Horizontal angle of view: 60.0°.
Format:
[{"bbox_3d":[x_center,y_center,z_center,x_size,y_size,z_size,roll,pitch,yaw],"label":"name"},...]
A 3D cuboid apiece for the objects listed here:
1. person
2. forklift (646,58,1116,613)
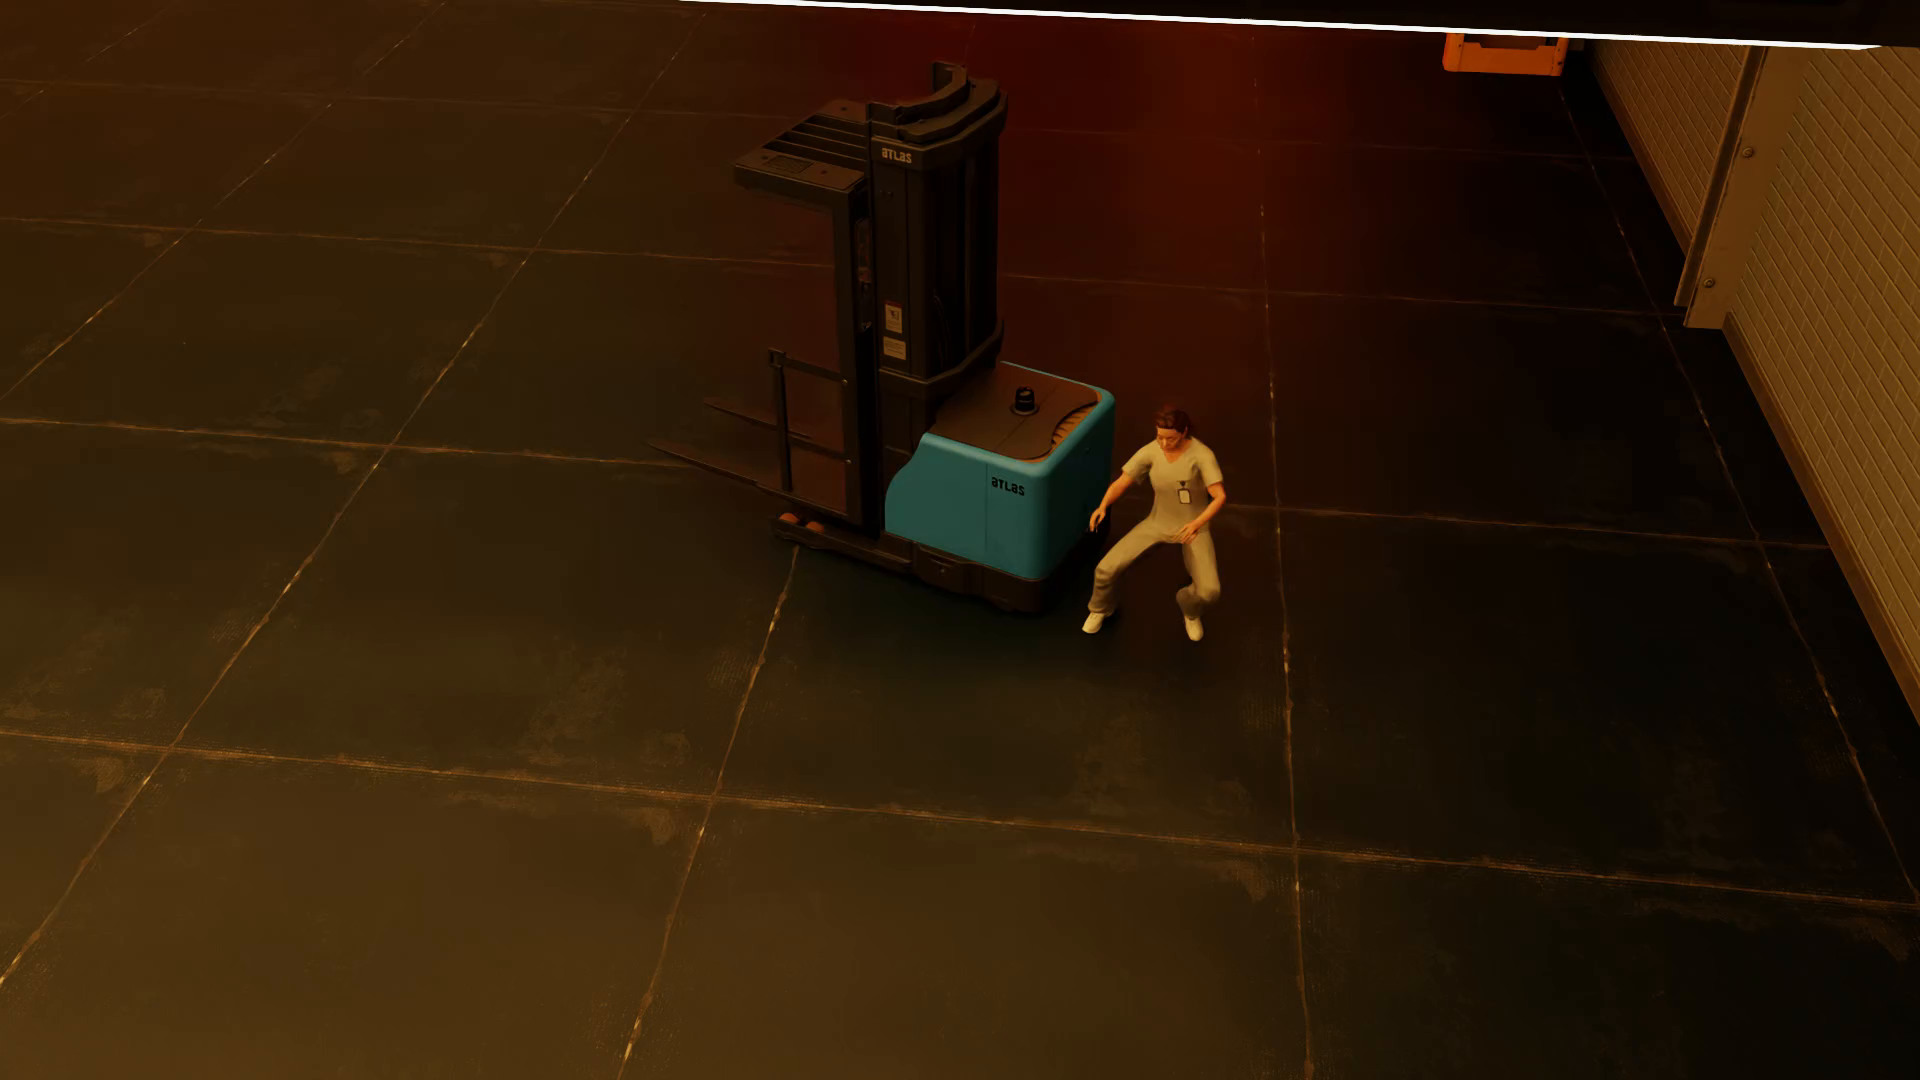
[{"bbox_3d":[1.129,-0.039,9.312,0.807,1.479,0.737,15,39,20],"label":"person"},{"bbox_3d":[-0.597,-1.379,9.900,3.031,2.935,1.130,18,40,23],"label":"forklift"}]
